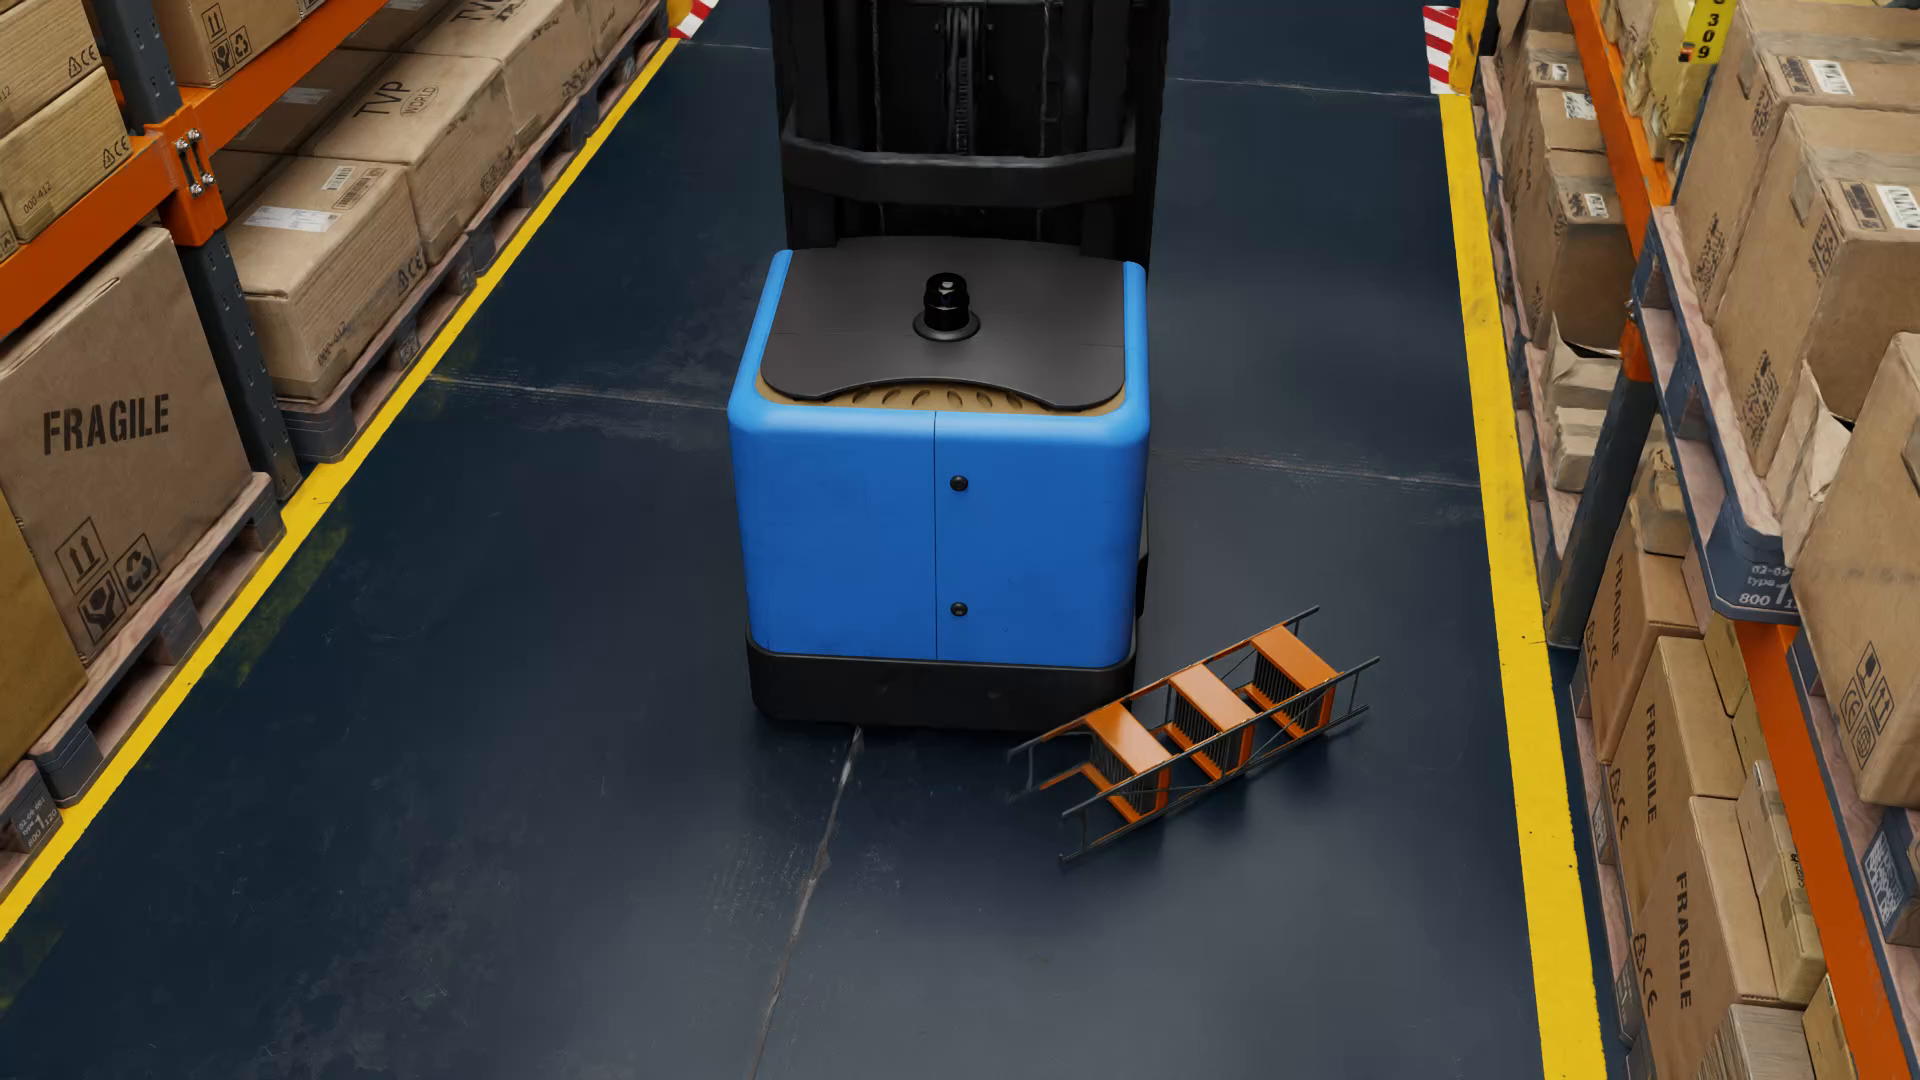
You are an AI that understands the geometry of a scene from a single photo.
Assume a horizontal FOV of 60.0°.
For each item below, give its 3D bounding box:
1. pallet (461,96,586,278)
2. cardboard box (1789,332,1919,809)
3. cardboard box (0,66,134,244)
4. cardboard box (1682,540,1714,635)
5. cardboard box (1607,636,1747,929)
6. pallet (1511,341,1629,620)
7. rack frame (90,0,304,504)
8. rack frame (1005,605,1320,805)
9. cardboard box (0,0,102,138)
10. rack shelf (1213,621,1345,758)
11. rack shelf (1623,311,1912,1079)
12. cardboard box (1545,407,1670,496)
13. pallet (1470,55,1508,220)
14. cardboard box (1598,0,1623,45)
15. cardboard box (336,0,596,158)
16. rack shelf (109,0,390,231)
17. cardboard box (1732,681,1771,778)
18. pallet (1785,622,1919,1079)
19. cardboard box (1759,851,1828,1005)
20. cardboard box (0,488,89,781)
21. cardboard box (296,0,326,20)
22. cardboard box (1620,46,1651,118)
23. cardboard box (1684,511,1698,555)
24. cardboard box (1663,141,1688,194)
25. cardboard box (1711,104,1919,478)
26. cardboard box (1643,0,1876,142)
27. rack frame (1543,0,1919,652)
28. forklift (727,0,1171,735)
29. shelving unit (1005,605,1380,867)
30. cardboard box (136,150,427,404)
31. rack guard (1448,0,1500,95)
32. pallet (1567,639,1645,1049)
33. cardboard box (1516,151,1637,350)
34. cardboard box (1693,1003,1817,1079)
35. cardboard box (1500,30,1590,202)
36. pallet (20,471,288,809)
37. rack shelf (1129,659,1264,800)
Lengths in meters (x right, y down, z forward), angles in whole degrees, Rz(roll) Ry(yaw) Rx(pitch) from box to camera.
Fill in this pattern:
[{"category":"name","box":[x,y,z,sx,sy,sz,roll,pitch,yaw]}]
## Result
[{"category":"pallet","box":[-2.250,-1.530,6.934,1.003,0.211,1.213,6,40,8]},{"category":"cardboard box","box":[1.692,0.073,2.399,0.700,0.500,0.500,6,40,7]},{"category":"cardboard box","box":[-2.497,-1.001,4.224,0.500,0.250,0.500,5,40,7]},{"category":"cardboard box","box":[1.926,0.107,3.890,0.380,0.149,0.250,5,40,6]},{"category":"cardboard box","box":[1.834,0.593,3.811,0.500,0.500,0.500,6,40,7]},{"category":"pallet","box":[2.341,-0.179,5.301,1.003,0.211,1.213,6,40,8]},{"category":"rack frame","box":[-2.668,-1.368,4.550,1.000,3.000,0.127,6,40,8]},{"category":"rack frame","box":[0.565,0.440,4.525,1.050,0.200,0.008,-22,44,-24]},{"category":"cardboard box","box":[-2.505,-1.199,4.072,0.500,0.250,0.500,6,40,8]},{"category":"rack shelf","box":[0.861,0.413,4.558,0.259,0.215,0.240,-22,44,-24]},{"category":"rack shelf","box":[1.875,0.710,2.602,1.077,0.370,4.000,6,40,8]},{"category":"cardboard box","box":[2.029,-0.268,5.128,0.380,0.149,0.250,5,40,6]},{"category":"pallet","box":[2.764,-1.710,7.153,1.003,0.211,1.213,6,40,8]},{"category":"cardboard box","box":[2.161,-1.611,5.041,0.380,0.149,0.250,6,40,7]},{"category":"cardboard box","box":[-2.141,-2.052,7.059,0.875,0.438,0.875,7,40,9]},{"category":"rack shelf","box":[-2.322,-2.346,6.298,1.077,0.370,4.000,6,40,8]},{"category":"cardboard box","box":[1.858,0.443,3.484,0.380,0.149,0.250,6,40,7]},{"category":"pallet","box":[1.861,0.540,2.393,1.003,0.211,1.213,6,40,8]},{"category":"cardboard box","box":[1.733,0.751,3.111,0.380,0.149,0.250,8,40,9]},{"category":"cardboard box","box":[-2.845,0.255,3.926,0.875,0.875,0.875,7,40,9]},{"category":"cardboard box","box":[-2.238,-1.987,5.221,0.500,0.500,0.500,7,40,8]},{"category":"cardboard box","box":[2.073,-1.286,4.648,0.380,0.149,0.250,7,40,9]},{"category":"cardboard box","box":[1.900,-0.022,3.812,0.380,0.149,0.250,5,40,6]},{"category":"cardboard box","box":[2.028,-0.954,4.247,0.380,0.149,0.250,7,40,8]},{"category":"cardboard box","box":[1.828,-0.419,2.995,0.700,0.500,0.500,7,40,8]},{"category":"cardboard box","box":[2.069,-1.226,4.263,0.500,0.250,0.500,7,40,9]},{"category":"rack frame","box":[2.222,-0.823,3.891,1.000,3.000,0.127,6,40,8]},{"category":"forklift","box":[0.043,-1.527,4.797,1.130,2.935,3.031,3,40,3]},{"category":"shelving unit","box":[0.630,0.506,4.445,1.050,0.215,0.252,-22,44,-24]},{"category":"cardboard box","box":[-2.454,-0.924,5.695,0.875,0.438,0.875,6,40,7]},{"category":"rack guard","box":[2.901,-2.322,7.666,1.175,0.500,0.348,6,40,8]},{"category":"pallet","box":[2.118,0.767,4.157,1.003,0.211,1.213,6,40,8]},{"category":"cardboard box","box":[2.349,-0.975,5.707,0.700,0.500,0.500,5,40,6]},{"category":"cardboard box","box":[1.647,1.230,3.040,0.500,0.500,0.500,5,40,6]},{"category":"cardboard box","box":[2.528,-1.626,6.495,0.700,0.500,0.500,8,40,9]},{"category":"pallet","box":[-2.727,0.199,4.843,1.003,0.211,1.213,6,40,8]},{"category":"rack shelf","box":[0.621,0.510,4.441,0.259,0.215,0.240,-22,44,-24]}]
